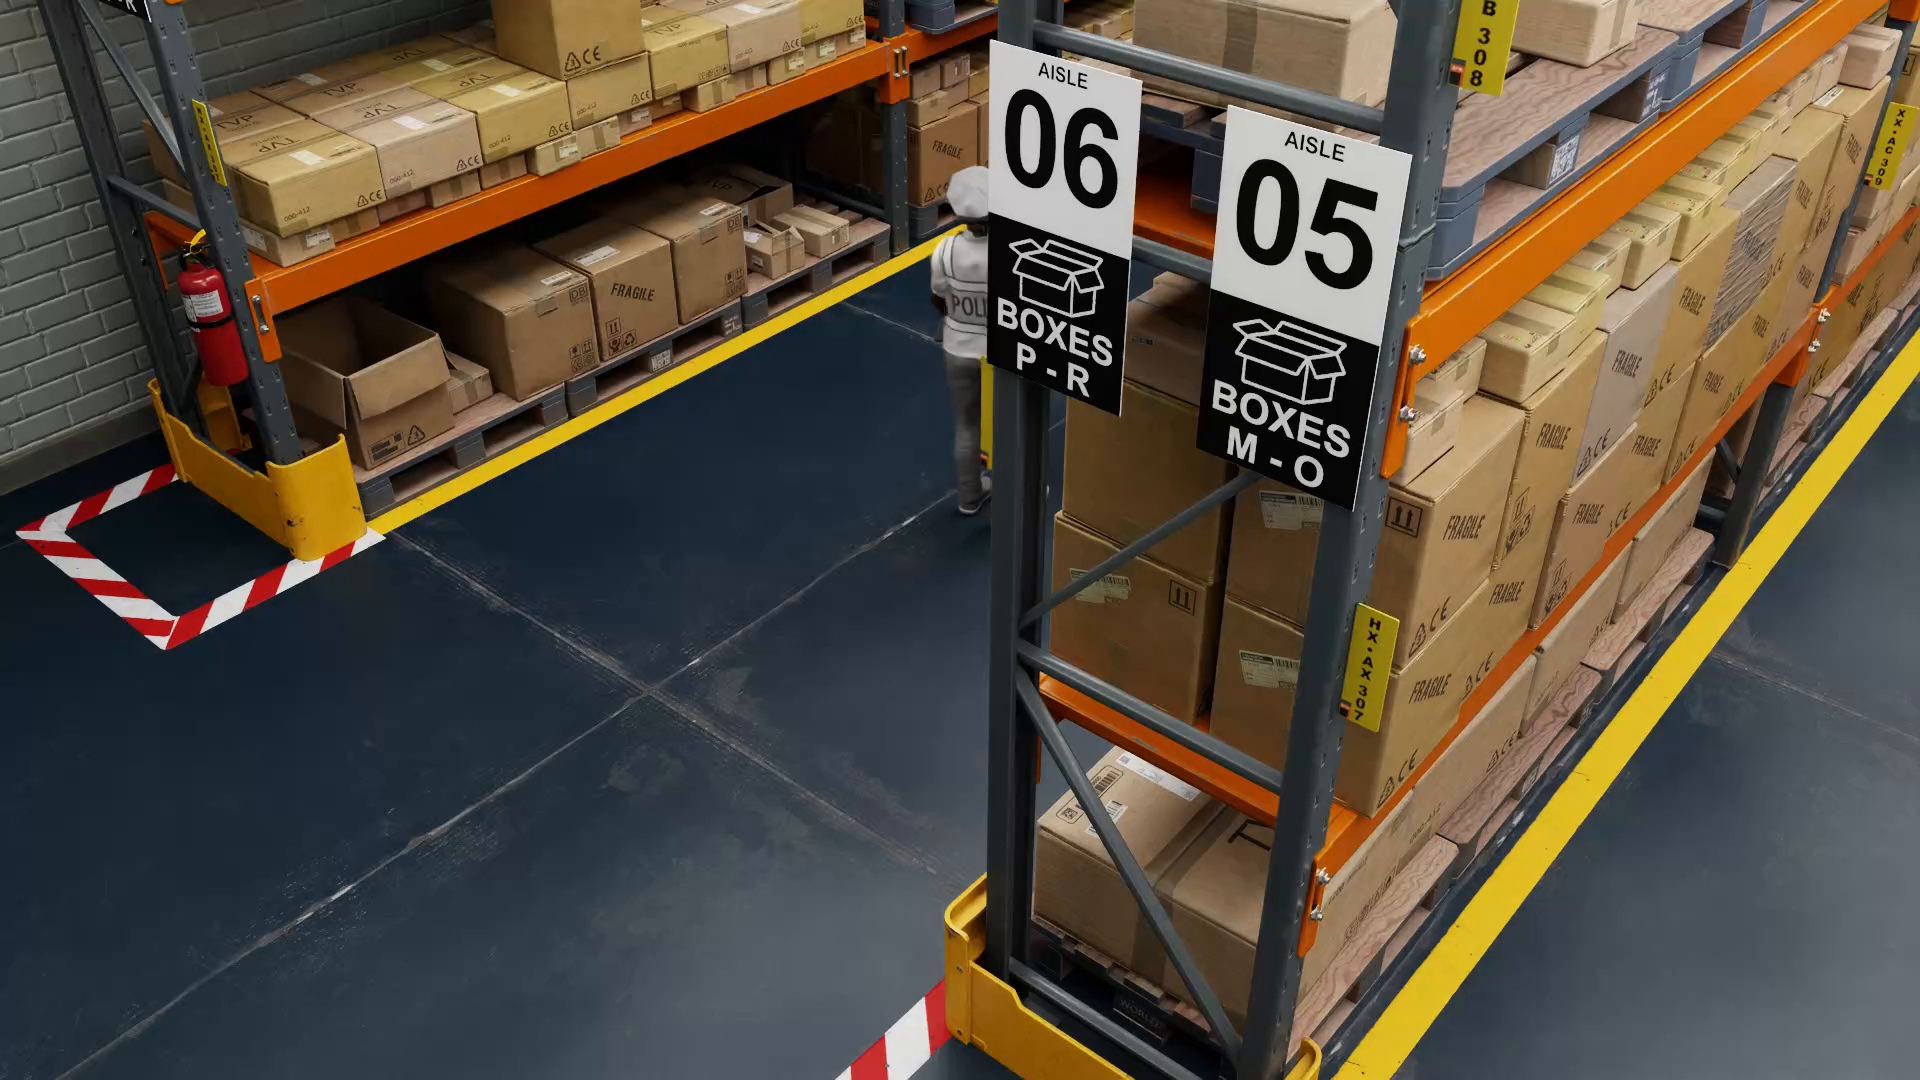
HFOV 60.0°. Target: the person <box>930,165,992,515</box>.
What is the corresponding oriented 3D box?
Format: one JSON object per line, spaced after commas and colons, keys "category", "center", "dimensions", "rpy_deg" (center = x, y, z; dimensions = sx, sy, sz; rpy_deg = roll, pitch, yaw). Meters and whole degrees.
{"category": "person", "center": [0.134, -0.853, 7.314], "dimensions": [0.513, 1.705, 0.466], "rpy_deg": [4, 35, 6]}
